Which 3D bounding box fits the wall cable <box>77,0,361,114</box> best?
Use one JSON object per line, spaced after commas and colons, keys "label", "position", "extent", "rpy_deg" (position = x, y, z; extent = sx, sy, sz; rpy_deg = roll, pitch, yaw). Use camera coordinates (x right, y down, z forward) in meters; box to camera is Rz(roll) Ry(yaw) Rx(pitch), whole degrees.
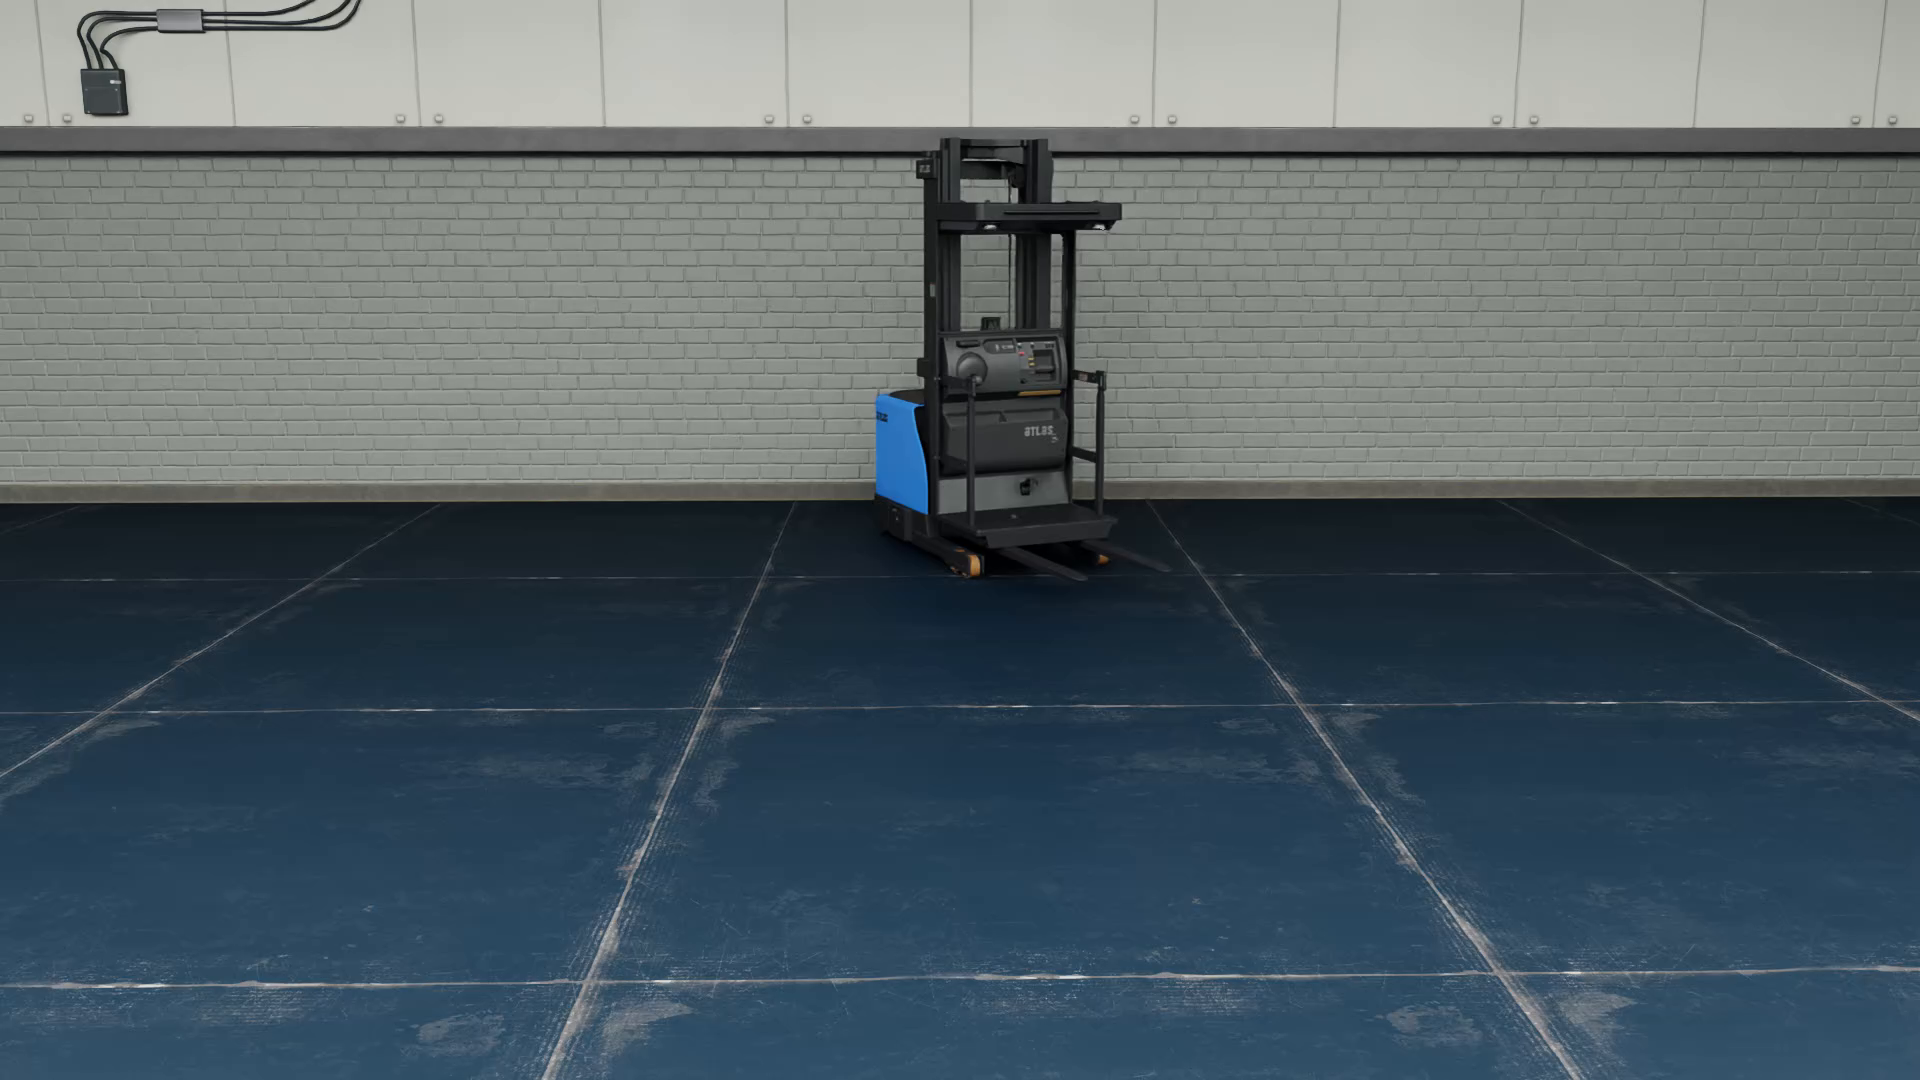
{"label": "wall cable", "position": [-5.904, -6.388, 12.861], "extent": [2.305, 6.003, 0.169], "rpy_deg": [0, 11, -1]}

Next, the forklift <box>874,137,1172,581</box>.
{"label": "forklift", "position": [0.411, -1.273, 11.462], "extent": [1.130, 2.935, 3.031], "rpy_deg": [-5, 13, -24]}
